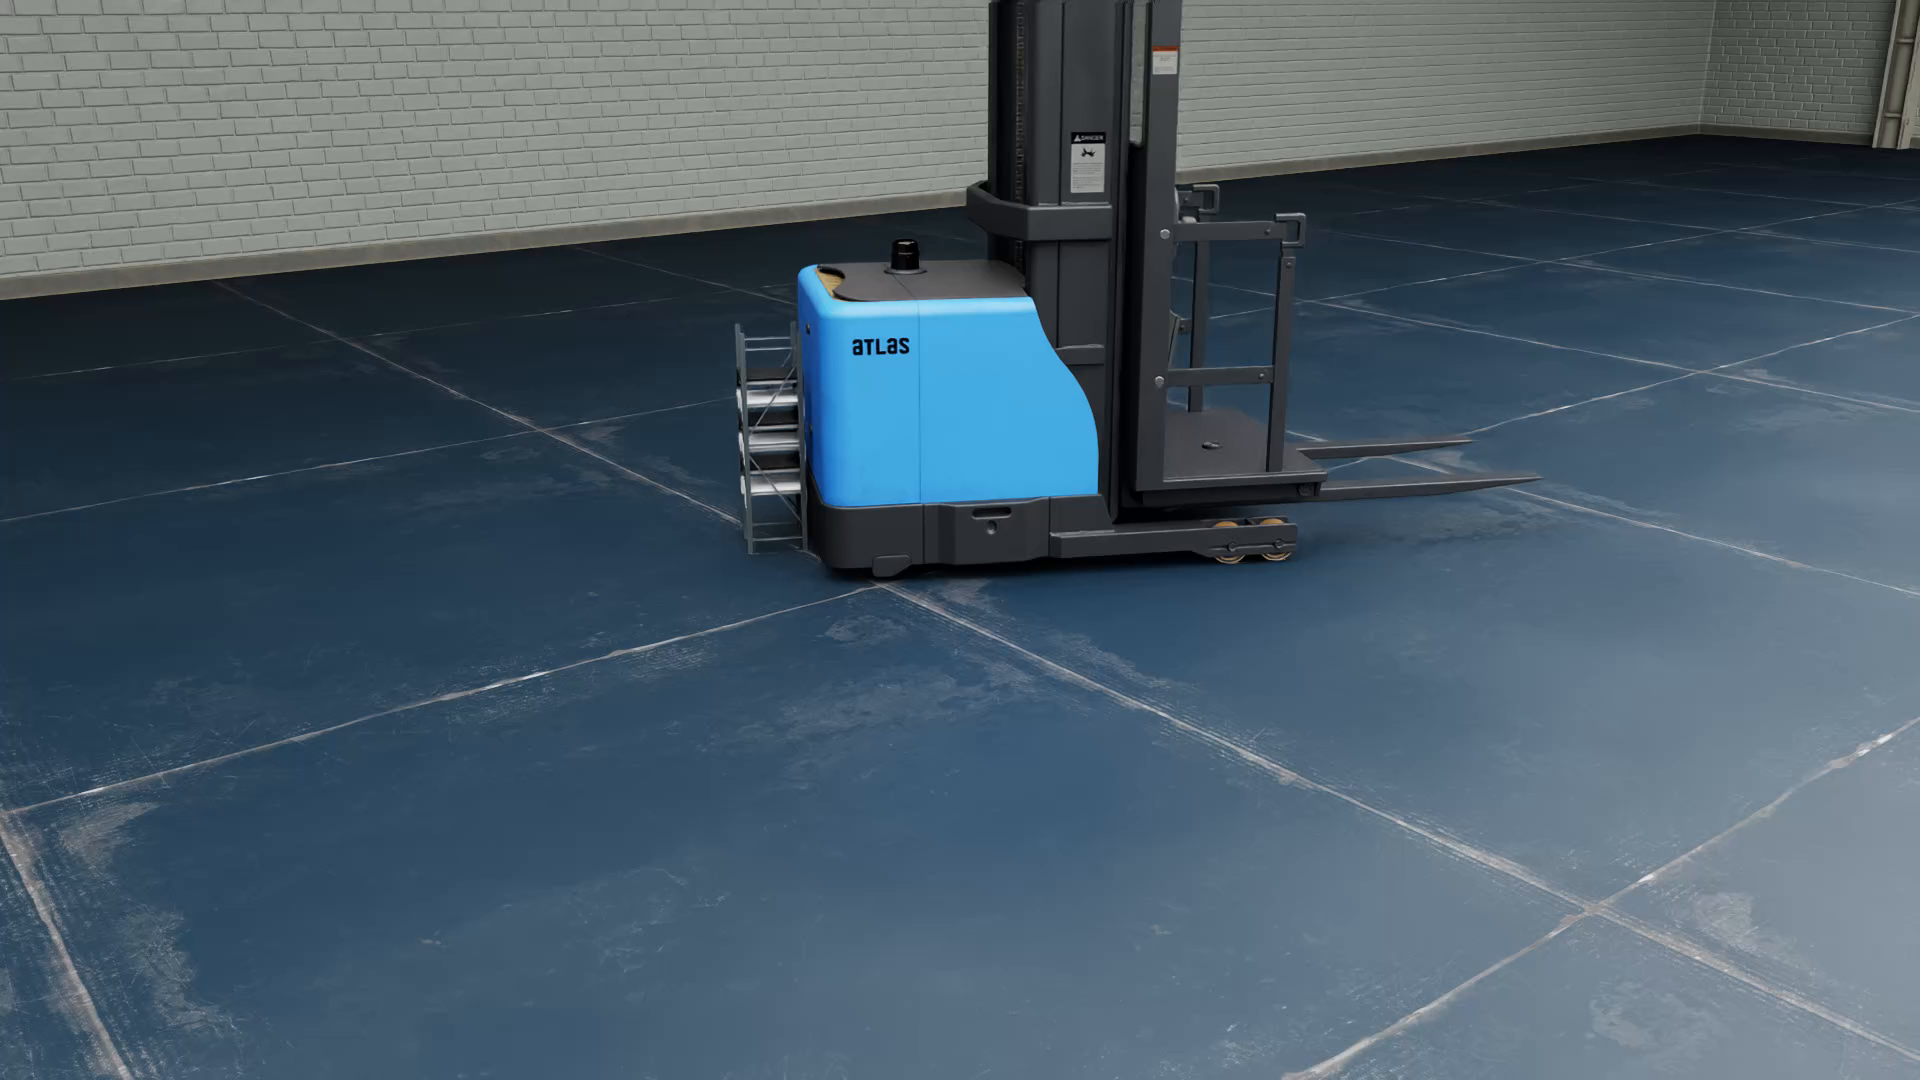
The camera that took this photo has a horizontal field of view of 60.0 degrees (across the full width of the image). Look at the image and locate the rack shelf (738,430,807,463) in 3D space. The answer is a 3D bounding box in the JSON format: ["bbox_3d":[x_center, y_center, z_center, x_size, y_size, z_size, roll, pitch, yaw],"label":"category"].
[{"bbox_3d":[-0.753,-0.373,6.664,0.258,0.077,0.200,-4,19,-11],"label":"rack shelf"}]

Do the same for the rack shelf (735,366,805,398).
[{"bbox_3d":[-0.753,-0.629,6.579,0.258,0.077,0.200,-4,19,-11],"label":"rack shelf"}]

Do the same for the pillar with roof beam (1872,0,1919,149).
[{"bbox_3d":[9.989,-9.066,19.925,9.100,9.000,0.400,-14,23,-36],"label":"pillar with roof beam"}]

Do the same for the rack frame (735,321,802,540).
[{"bbox_3d":[-0.774,-0.436,6.748,0.240,0.900,0.006,-4,19,-11],"label":"rack frame"}]

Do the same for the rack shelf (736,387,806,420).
[{"bbox_3d":[-0.753,-0.544,6.607,0.258,0.077,0.200,-4,19,-11],"label":"rack shelf"}]

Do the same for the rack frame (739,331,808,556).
[{"bbox_3d":[-0.733,-0.373,6.559,0.240,0.900,0.006,-4,19,-11],"label":"rack frame"}]

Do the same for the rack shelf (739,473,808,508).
[{"bbox_3d":[-0.753,-0.202,6.720,0.258,0.077,0.200,-4,19,-11],"label":"rack shelf"}]

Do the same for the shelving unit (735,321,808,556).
[{"bbox_3d":[-0.753,-0.405,6.653,0.258,0.900,0.210,-4,19,-11],"label":"shelving unit"}]

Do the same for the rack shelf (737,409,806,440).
[{"bbox_3d":[-0.753,-0.459,6.636,0.258,0.077,0.200,-4,19,-11],"label":"rack shelf"}]

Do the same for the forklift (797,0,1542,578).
[{"bbox_3d":[0.882,-1.456,6.597,3.031,2.935,1.130,-3,19,-10],"label":"forklift"}]

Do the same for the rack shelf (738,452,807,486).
[{"bbox_3d":[-0.753,-0.288,6.692,0.258,0.077,0.200,-4,19,-11],"label":"rack shelf"}]
